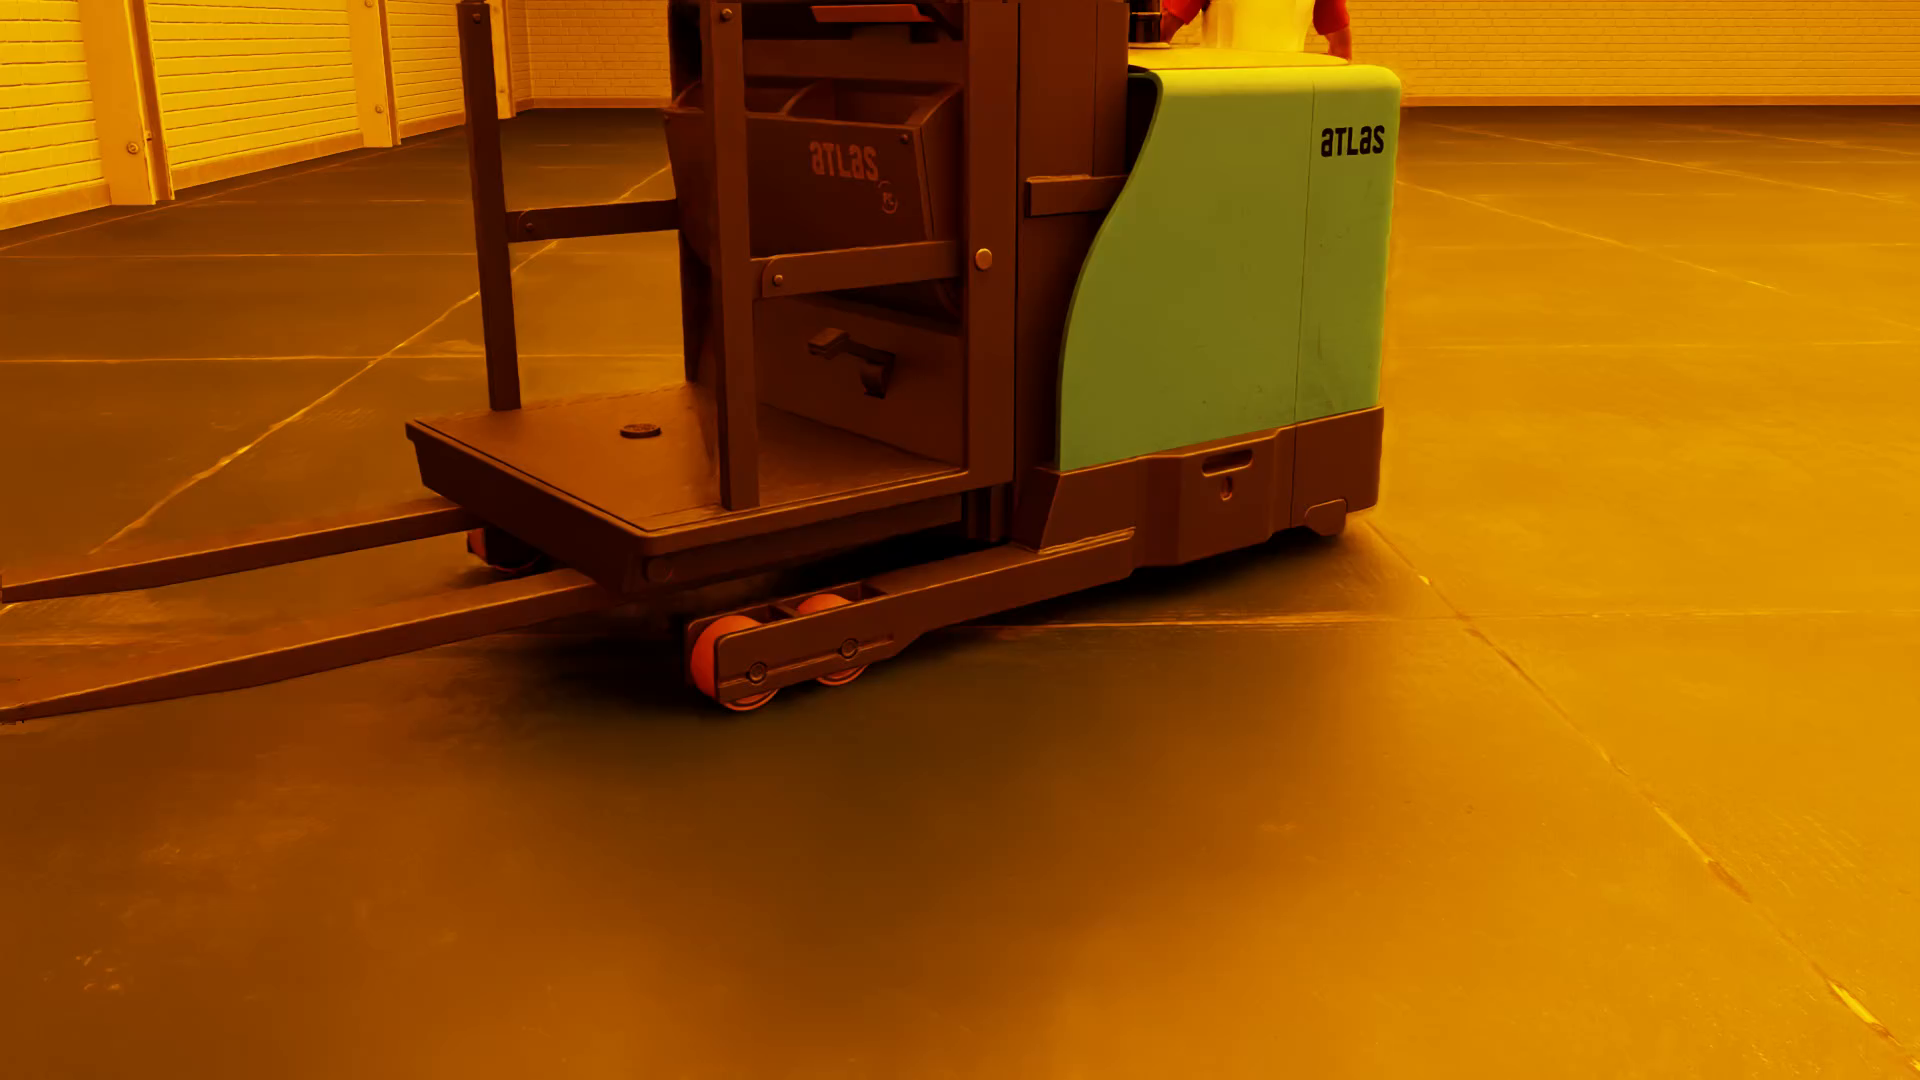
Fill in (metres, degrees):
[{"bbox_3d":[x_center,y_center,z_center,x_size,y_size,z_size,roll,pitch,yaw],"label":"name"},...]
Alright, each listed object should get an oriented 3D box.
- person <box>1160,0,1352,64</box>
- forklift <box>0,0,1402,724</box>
[{"bbox_3d":[1.070,-1.659,6.421,0.918,1.774,0.501,-1,17,-4],"label":"person"},{"bbox_3d":[-0.475,-1.274,3.073,3.031,2.935,1.130,-13,21,-36],"label":"forklift"}]
